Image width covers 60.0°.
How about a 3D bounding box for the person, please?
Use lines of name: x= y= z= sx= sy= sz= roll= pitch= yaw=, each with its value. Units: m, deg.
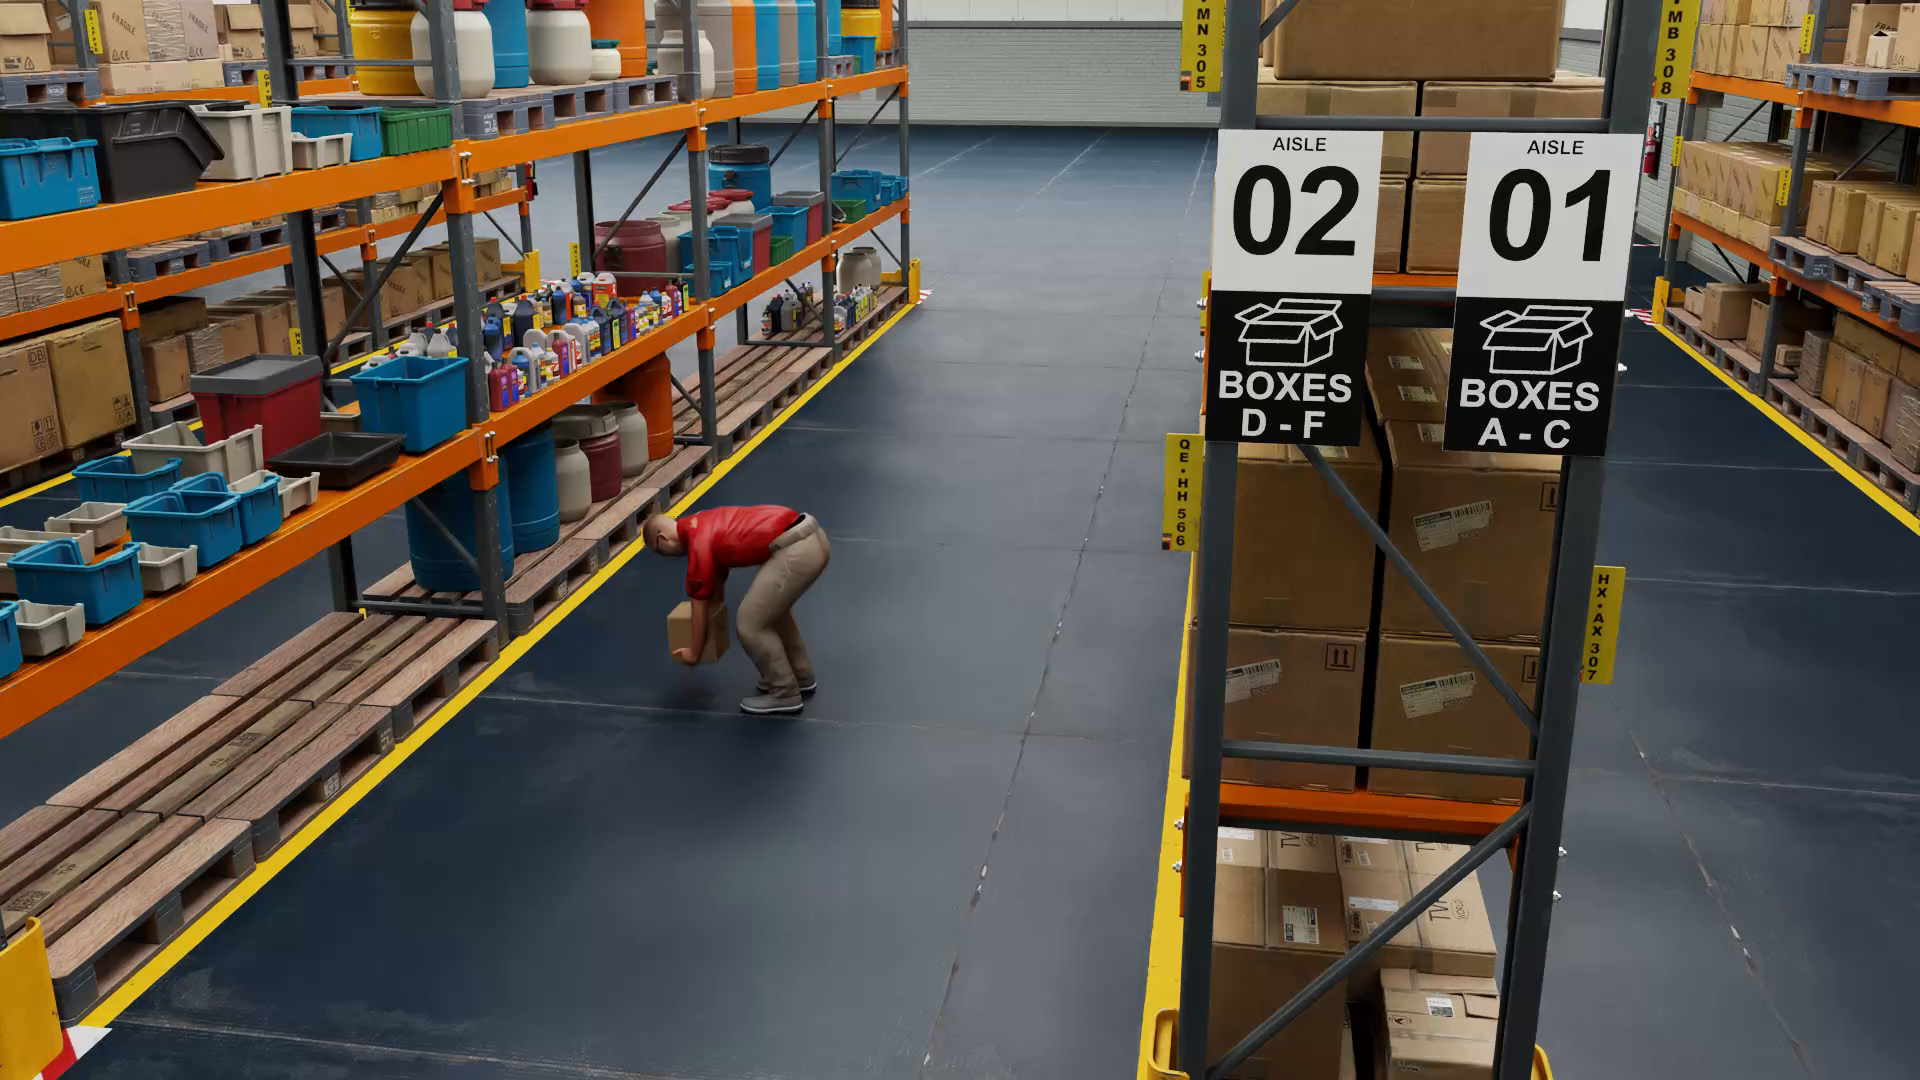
person: x=-1.158 y=0.337 z=8.648 sx=0.963 sy=1.049 sz=0.508 roll=2 pitch=18 yaw=7
